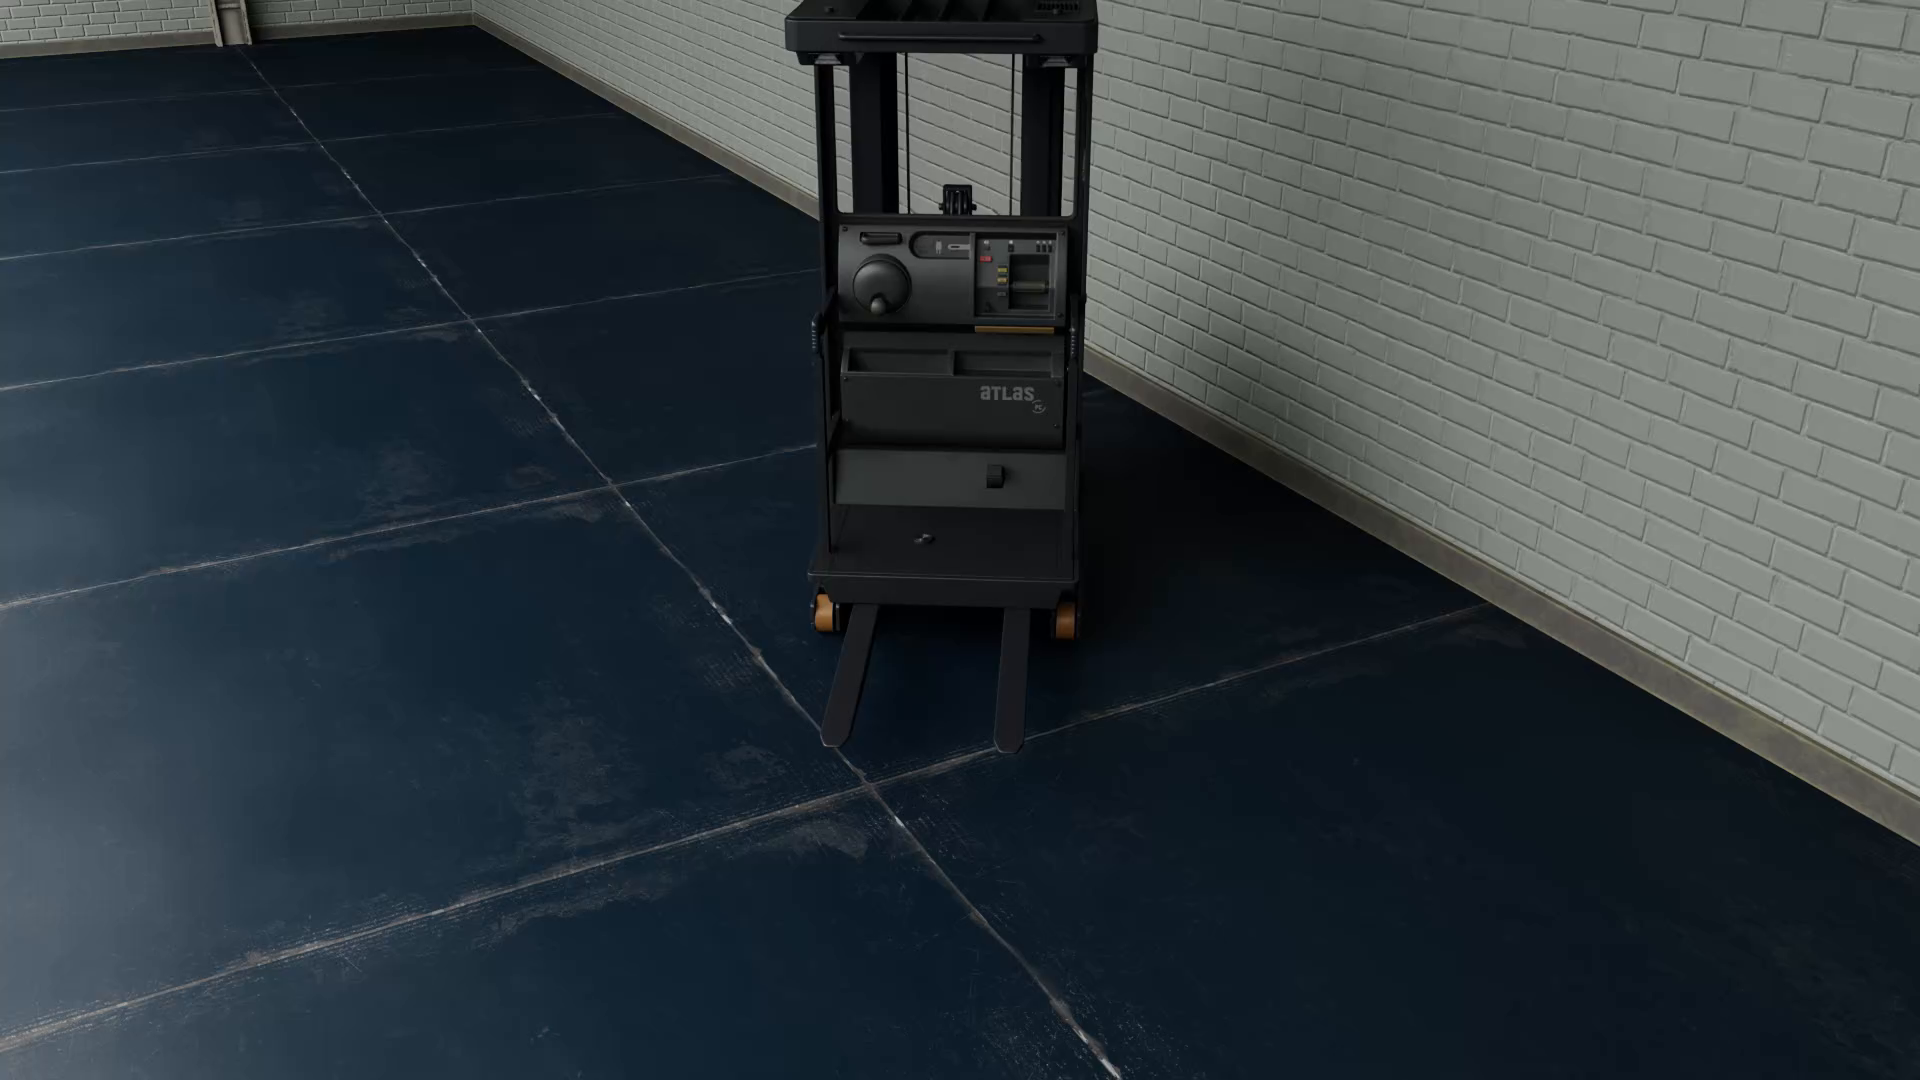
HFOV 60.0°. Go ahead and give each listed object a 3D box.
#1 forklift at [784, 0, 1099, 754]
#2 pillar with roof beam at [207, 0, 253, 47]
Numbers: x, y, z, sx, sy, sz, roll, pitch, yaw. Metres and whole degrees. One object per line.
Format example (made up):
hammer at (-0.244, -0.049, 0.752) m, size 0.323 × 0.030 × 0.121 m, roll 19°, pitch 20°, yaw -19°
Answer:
forklift at (-0.040, -1.052, 6.556) m, size 1.130 × 2.935 × 3.031 m, roll 2°, pitch 26°, yaw 3°
pillar with roof beam at (-6.922, -8.532, 15.124) m, size 0.400 × 9.000 × 9.100 m, roll -13°, pitch 29°, yaw -25°
